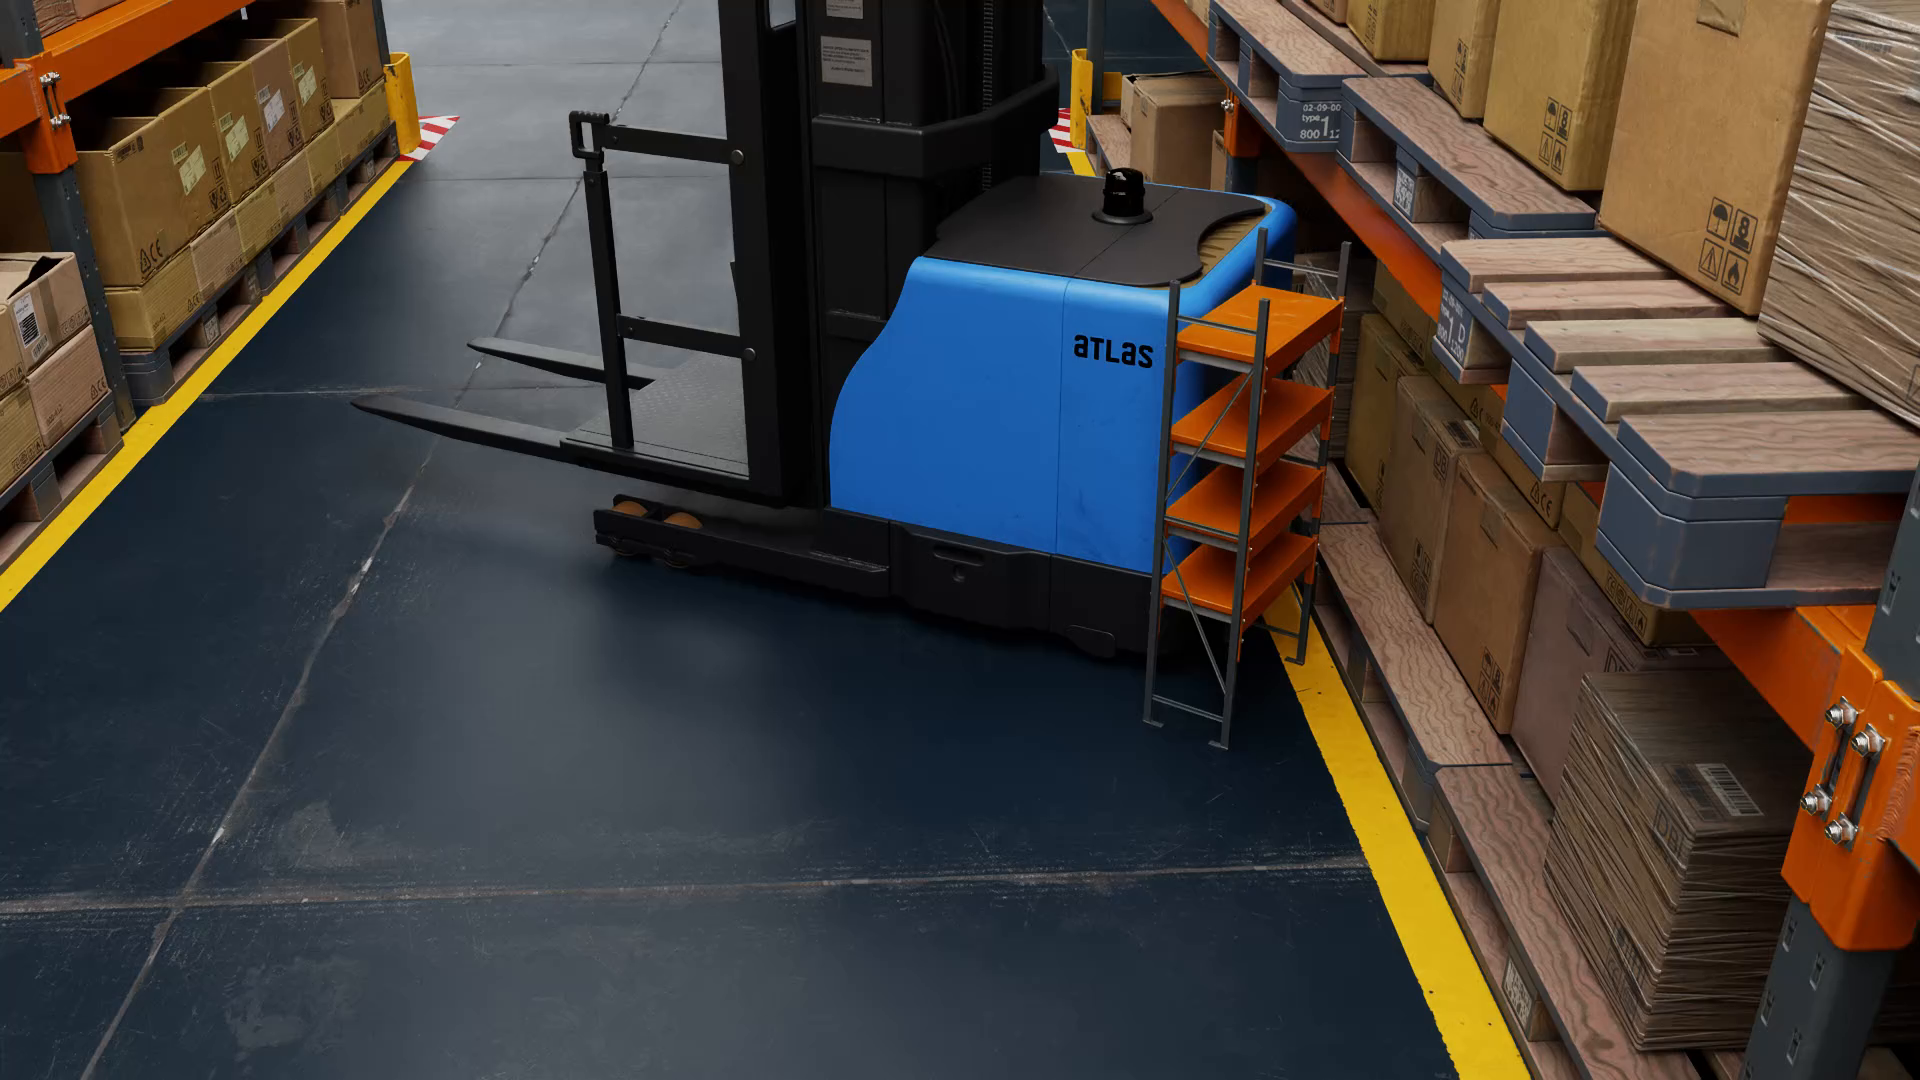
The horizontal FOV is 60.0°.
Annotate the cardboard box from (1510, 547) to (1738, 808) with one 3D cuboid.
[{"bbox_3d":[1.649,0.342,3.578,0.700,0.500,0.500,-1,28,-3],"label":"cardboard box"}]

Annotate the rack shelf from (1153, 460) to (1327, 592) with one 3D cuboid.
[{"bbox_3d":[0.715,-0.063,4.219,0.258,0.148,0.480,17,32,29],"label":"rack shelf"}]

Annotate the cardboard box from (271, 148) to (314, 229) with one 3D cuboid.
[{"bbox_3d":[-3.301,-1.606,7.606,0.500,0.250,0.500,-1,28,-3],"label":"cardboard box"}]

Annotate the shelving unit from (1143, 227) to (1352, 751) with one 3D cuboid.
[{"bbox_3d":[0.715,-0.123,4.188,0.258,1.200,0.503,17,32,29],"label":"shelving unit"}]

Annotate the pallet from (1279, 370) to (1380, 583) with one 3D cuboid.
[{"bbox_3d":[1.483,-0.251,5.502,1.003,0.211,1.213,-1,28,-3],"label":"pallet"}]

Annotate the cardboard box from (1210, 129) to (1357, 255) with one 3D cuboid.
[{"bbox_3d":[1.347,-1.412,6.940,0.500,0.500,0.500,-3,28,-7],"label":"cardboard box"}]

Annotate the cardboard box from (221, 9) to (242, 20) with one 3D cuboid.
[{"bbox_3d":[-3.881,-2.388,8.293,0.500,0.500,0.500,-1,28,-3],"label":"cardboard box"}]

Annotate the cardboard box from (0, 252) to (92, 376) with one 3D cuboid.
[{"bbox_3d":[-3.199,-0.761,5.378,0.500,0.311,0.500,-1,28,-3],"label":"cardboard box"}]

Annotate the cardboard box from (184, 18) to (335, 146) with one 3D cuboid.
[{"bbox_3d":[-3.323,-2.170,7.875,0.500,0.500,0.500,-1,28,-3],"label":"cardboard box"}]

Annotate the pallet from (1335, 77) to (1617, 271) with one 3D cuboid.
[{"bbox_3d":[1.505,-0.827,3.800,1.003,0.211,1.213,-1,28,-3],"label":"pallet"}]

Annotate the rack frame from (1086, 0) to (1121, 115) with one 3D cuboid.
[{"bbox_3d":[1.232,-3.694,9.088,1.000,3.000,0.127,-1,28,-3],"label":"rack frame"}]

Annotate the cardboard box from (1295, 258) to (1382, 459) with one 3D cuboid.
[{"bbox_3d":[1.496,-0.594,5.372,0.700,0.500,0.500,0,28,-1],"label":"cardboard box"}]

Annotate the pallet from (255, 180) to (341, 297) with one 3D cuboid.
[{"bbox_3d":[-3.572,-1.422,7.748,1.003,0.211,1.213,-1,28,-3],"label":"pallet"}]

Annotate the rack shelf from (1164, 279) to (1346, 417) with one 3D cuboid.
[{"bbox_3d":[0.715,-0.471,4.006,0.258,0.148,0.480,17,32,29],"label":"rack shelf"}]

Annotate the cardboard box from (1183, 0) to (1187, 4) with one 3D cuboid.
[{"bbox_3d":[1.096,-2.231,6.424,0.500,0.250,0.500,-1,28,-2],"label":"cardboard box"}]

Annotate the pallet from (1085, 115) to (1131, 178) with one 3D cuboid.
[{"bbox_3d":[1.243,-2.046,8.945,1.003,0.211,1.213,-1,28,-3],"label":"pallet"}]

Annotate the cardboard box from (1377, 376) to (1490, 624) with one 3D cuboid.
[{"bbox_3d":[1.559,-0.120,4.463,0.700,0.500,0.500,-1,28,-2],"label":"cardboard box"}]

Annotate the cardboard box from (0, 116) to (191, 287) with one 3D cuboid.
[{"bbox_3d":[-3.218,-1.246,6.104,0.500,0.500,0.500,-1,28,-3],"label":"cardboard box"}]

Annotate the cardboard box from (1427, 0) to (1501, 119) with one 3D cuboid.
[{"bbox_3d":[1.521,-1.288,3.893,0.700,0.500,0.500,2,28,4],"label":"cardboard box"}]

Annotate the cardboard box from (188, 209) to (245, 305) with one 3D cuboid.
[{"bbox_3d":[-3.248,-1.145,6.720,0.500,0.250,0.500,-1,28,-3],"label":"cardboard box"}]

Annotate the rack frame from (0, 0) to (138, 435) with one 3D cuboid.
[{"bbox_3d":[-3.506,-1.725,5.314,1.000,3.000,0.127,-1,28,-3],"label":"rack frame"}]

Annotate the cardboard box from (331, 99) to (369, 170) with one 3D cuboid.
[{"bbox_3d":[-3.354,-2.068,8.491,0.500,0.250,0.500,-1,28,-3],"label":"cardboard box"}]

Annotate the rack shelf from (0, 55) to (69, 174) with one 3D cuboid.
[{"bbox_3d":[-3.402,-0.483,3.709,1.077,0.370,4.000,-1,28,-3],"label":"rack shelf"}]

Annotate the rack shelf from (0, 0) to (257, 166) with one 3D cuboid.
[{"bbox_3d":[-3.610,-2.330,7.251,1.077,0.370,4.000,-1,28,-3],"label":"rack shelf"}]

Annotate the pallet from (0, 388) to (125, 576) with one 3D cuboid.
[{"bbox_3d":[-3.429,-0.149,5.308,1.003,0.211,1.213,-1,28,-3],"label":"pallet"}]

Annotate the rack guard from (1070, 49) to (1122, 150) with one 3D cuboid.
[{"bbox_3d":[1.236,-2.550,9.599,1.175,0.500,0.348,-1,28,-3],"label":"rack guard"}]

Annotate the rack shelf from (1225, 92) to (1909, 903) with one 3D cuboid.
[{"bbox_3d":[1.545,-0.604,3.942,1.077,0.370,4.000,-1,28,-3],"label":"rack shelf"}]

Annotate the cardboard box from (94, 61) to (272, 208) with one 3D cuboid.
[{"bbox_3d":[-3.270,-1.708,6.990,0.500,0.500,0.500,-1,28,-3],"label":"cardboard box"}]

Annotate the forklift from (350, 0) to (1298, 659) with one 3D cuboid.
[{"bbox_3d":[-0.568,-1.420,4.803,3.031,2.935,1.130,12,30,22],"label":"forklift"}]

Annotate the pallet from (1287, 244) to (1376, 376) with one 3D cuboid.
[{"bbox_3d":[1.370,-0.919,6.784,1.003,0.211,1.213,-1,28,-3],"label":"pallet"}]

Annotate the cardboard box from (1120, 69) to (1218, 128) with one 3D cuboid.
[{"bbox_3d":[1.178,-2.375,8.992,0.500,0.311,0.500,-4,28,-8],"label":"cardboard box"}]

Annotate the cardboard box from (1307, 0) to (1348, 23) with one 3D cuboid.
[{"bbox_3d":[1.433,-1.850,4.970,0.700,0.500,0.500,-1,28,-2],"label":"cardboard box"}]

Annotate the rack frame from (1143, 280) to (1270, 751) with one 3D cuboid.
[{"bbox_3d":[0.582,-0.028,4.007,0.240,1.200,0.015,17,32,29],"label":"rack frame"}]

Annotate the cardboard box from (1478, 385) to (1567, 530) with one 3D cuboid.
[{"bbox_3d":[1.561,-0.252,3.906,0.500,0.250,0.500,-2,28,-3],"label":"cardboard box"}]

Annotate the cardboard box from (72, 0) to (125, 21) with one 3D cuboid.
[{"bbox_3d":[-3.569,-2.218,6.150,0.700,0.500,0.500,-2,28,-3],"label":"cardboard box"}]

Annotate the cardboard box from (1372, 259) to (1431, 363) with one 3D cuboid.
[{"bbox_3d":[1.522,-0.723,4.809,0.500,0.250,0.500,-2,28,-4],"label":"cardboard box"}]

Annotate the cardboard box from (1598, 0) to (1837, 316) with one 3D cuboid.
[{"bbox_3d":[1.559,-0.713,2.789,0.700,0.500,0.500,-4,28,-7],"label":"cardboard box"}]

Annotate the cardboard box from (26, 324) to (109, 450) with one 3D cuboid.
[{"bbox_3d":[-3.195,-0.508,5.499,0.500,0.250,0.500,-2,28,-3],"label":"cardboard box"}]
